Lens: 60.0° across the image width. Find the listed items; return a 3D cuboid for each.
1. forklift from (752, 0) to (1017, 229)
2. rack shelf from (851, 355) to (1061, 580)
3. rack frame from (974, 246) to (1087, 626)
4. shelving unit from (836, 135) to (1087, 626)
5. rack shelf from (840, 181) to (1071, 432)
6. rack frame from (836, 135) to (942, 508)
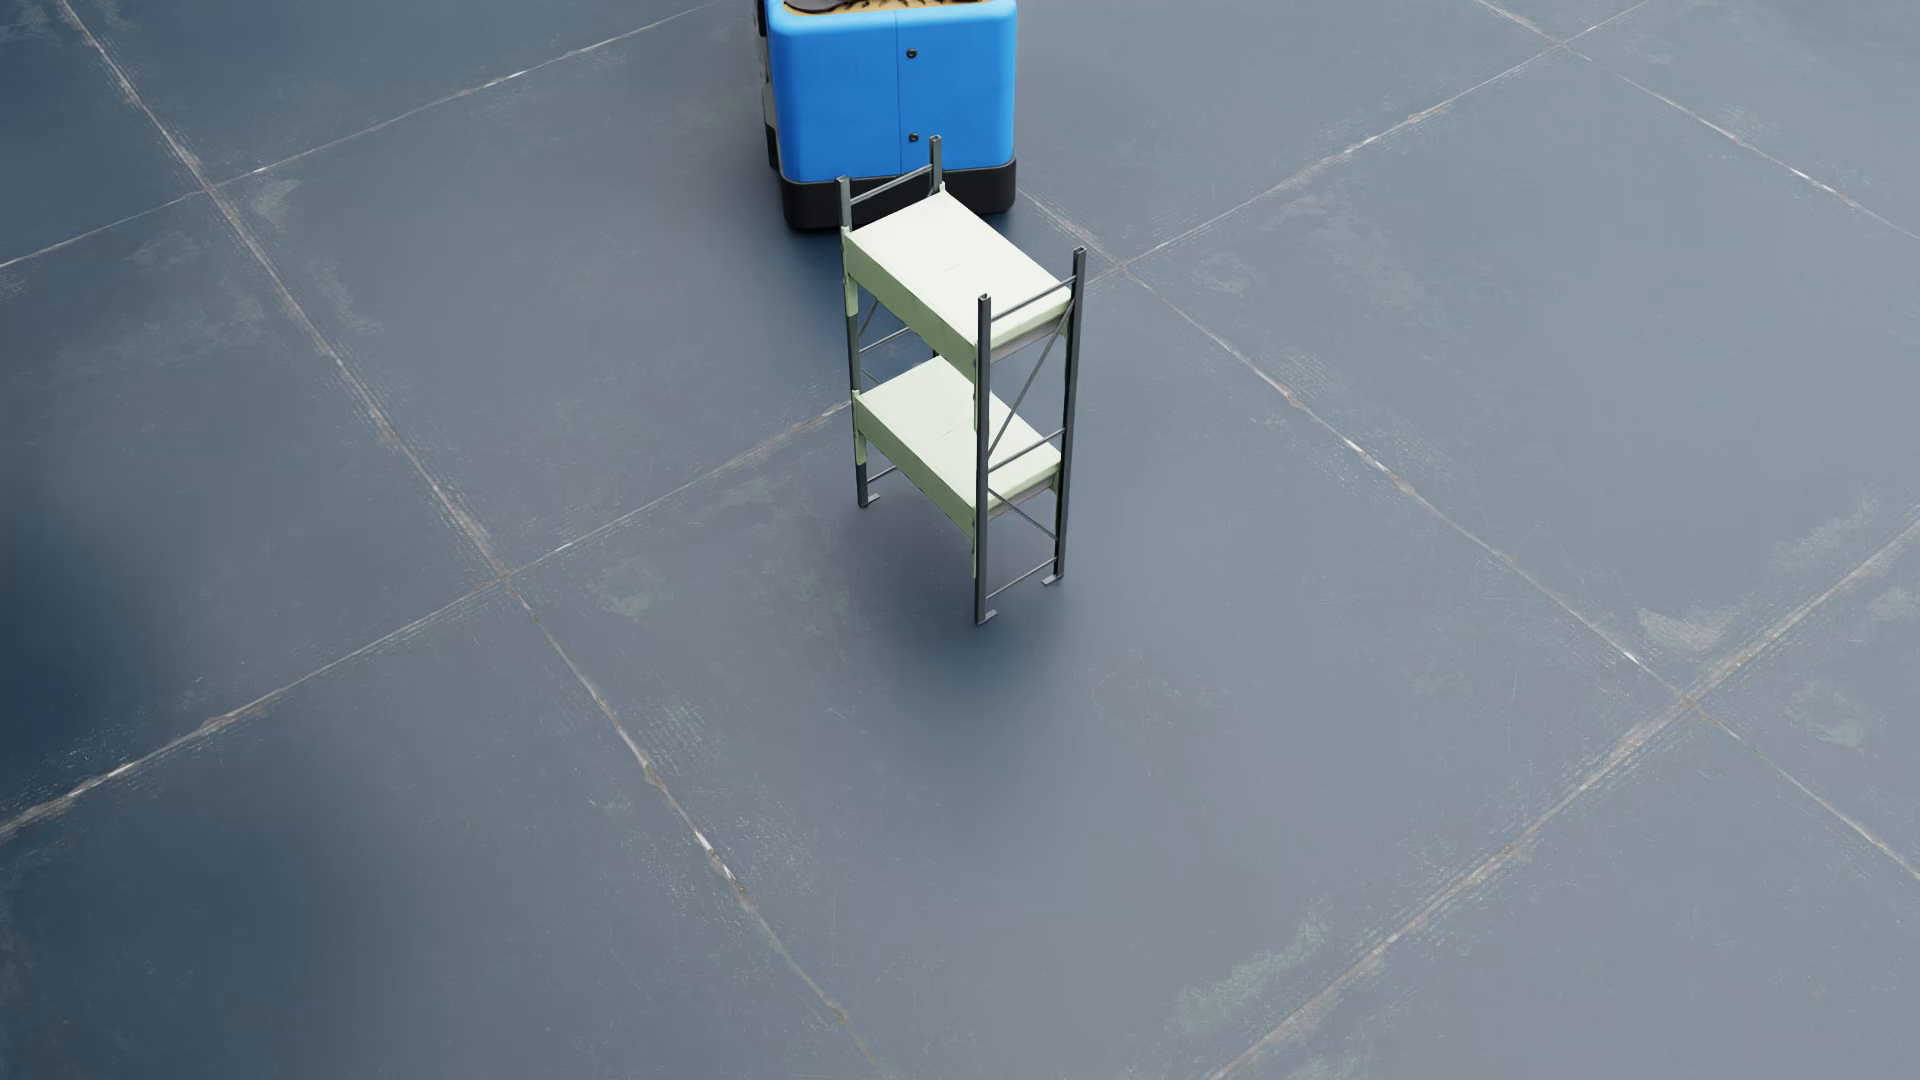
[{"bbox_3d":[-0.469,-3.477,7.424,1.130,2.935,3.031,-6,48,-5],"label":"forklift"},{"bbox_3d":[-0.004,-0.289,5.939,0.431,0.370,0.720,-29,54,-24],"label":"rack shelf"},{"bbox_3d":[0.218,-0.292,5.502,0.400,1.500,0.023,-29,54,-24],"label":"rack frame"},{"bbox_3d":[-0.004,-0.508,5.698,0.431,1.500,0.755,-29,54,-24],"label":"shelving unit"},{"bbox_3d":[-0.004,-0.770,5.409,0.431,0.370,0.720,-29,54,-24],"label":"rack shelf"},{"bbox_3d":[-0.226,-0.723,5.894,0.400,1.500,0.023,-29,54,-24],"label":"rack frame"}]
